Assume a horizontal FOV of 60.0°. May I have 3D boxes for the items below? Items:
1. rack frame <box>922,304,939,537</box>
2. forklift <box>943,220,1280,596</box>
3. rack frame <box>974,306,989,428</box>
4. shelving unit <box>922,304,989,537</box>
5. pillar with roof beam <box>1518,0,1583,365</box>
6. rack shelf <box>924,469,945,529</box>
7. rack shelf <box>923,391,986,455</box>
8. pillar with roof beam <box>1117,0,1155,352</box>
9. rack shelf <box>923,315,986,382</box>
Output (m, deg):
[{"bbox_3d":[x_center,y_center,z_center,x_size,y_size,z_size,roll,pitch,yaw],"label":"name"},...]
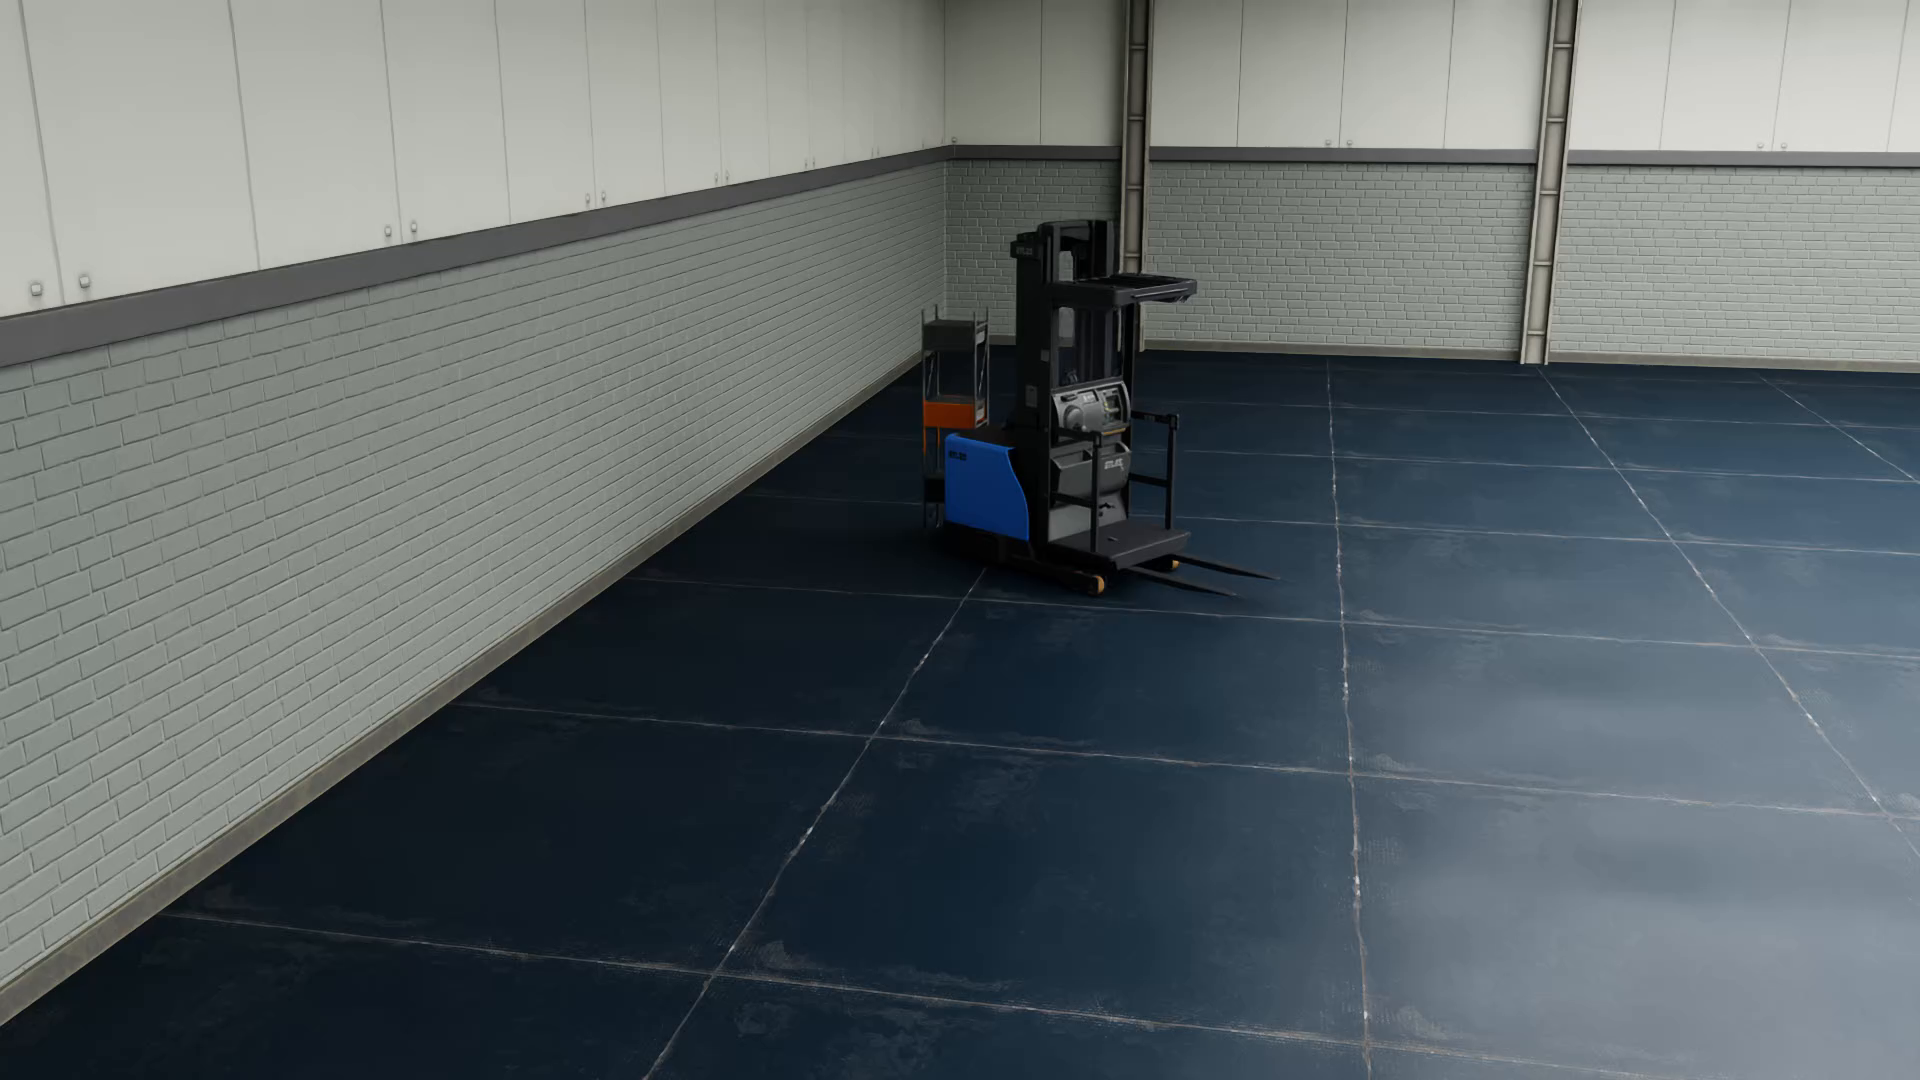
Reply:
[{"bbox_3d":[-0.270,-1.092,15.260,0.015,2.100,0.400,5,16,18],"label":"rack frame"},{"bbox_3d":[1.253,-1.117,13.791,3.031,2.935,1.130,15,21,43],"label":"forklift"},{"bbox_3d":[0.193,-1.051,15.111,0.015,2.100,0.400,5,16,18],"label":"rack frame"},{"bbox_3d":[-0.039,-1.072,15.185,0.503,2.100,0.431,5,16,18],"label":"shelving unit"},{"bbox_3d":[7.688,-5.859,19.546,0.400,9.000,9.100,3,16,11],"label":"pillar with roof beam"},{"bbox_3d":[-0.039,-0.384,15.376,0.480,0.518,0.431,5,16,18],"label":"rack shelf"},{"bbox_3d":[-0.039,-1.058,15.189,0.480,0.518,0.431,5,16,18],"label":"rack shelf"},{"bbox_3d":[1.808,-6.179,20.698,0.400,9.000,9.100,3,16,11],"label":"pillar with roof beam"},{"bbox_3d":[-0.039,-1.733,15.002,0.480,0.518,0.431,5,16,18],"label":"rack shelf"}]
